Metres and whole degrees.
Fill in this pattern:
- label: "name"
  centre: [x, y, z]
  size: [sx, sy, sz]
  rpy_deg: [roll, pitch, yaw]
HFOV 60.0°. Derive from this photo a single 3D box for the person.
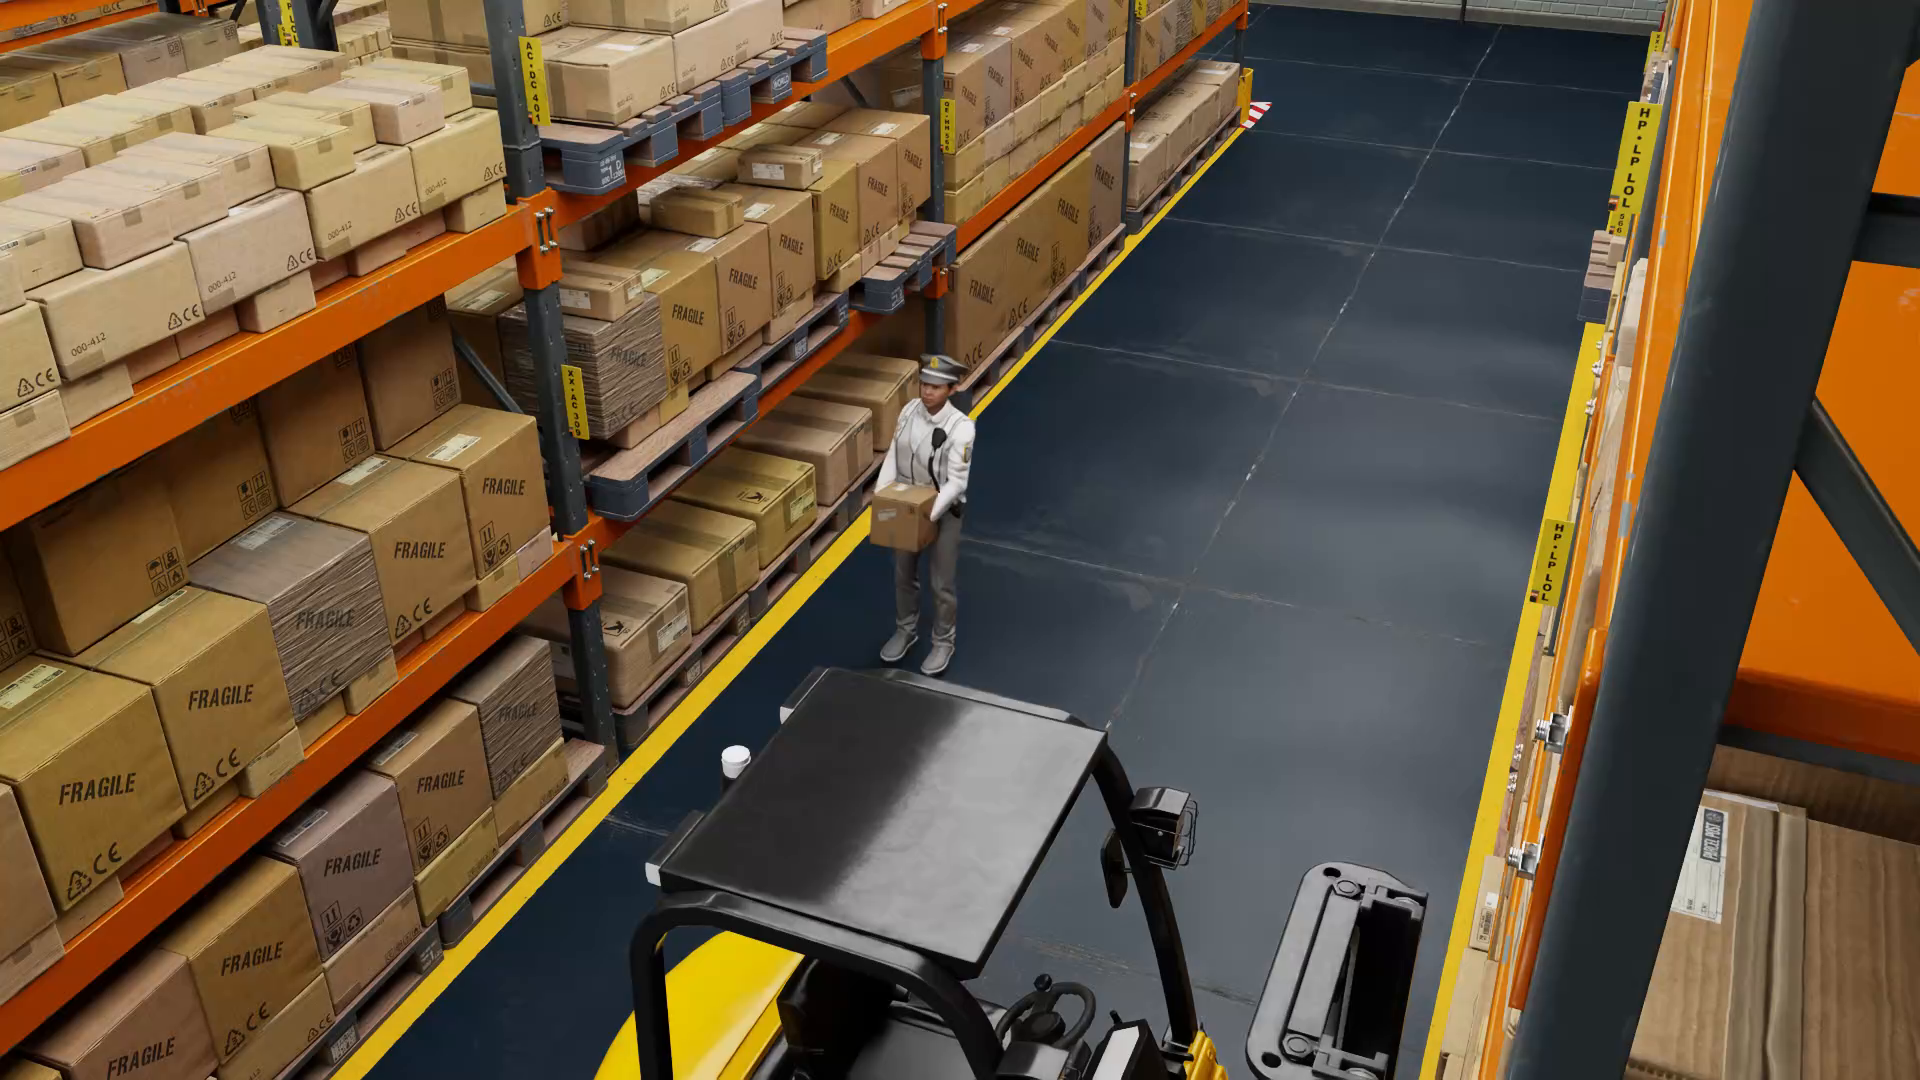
- label: "person"
  centre: [-0.179, -0.122, 8.304]
  size: [0.469, 1.698, 0.549]
  rpy_deg: [20, 35, 31]
